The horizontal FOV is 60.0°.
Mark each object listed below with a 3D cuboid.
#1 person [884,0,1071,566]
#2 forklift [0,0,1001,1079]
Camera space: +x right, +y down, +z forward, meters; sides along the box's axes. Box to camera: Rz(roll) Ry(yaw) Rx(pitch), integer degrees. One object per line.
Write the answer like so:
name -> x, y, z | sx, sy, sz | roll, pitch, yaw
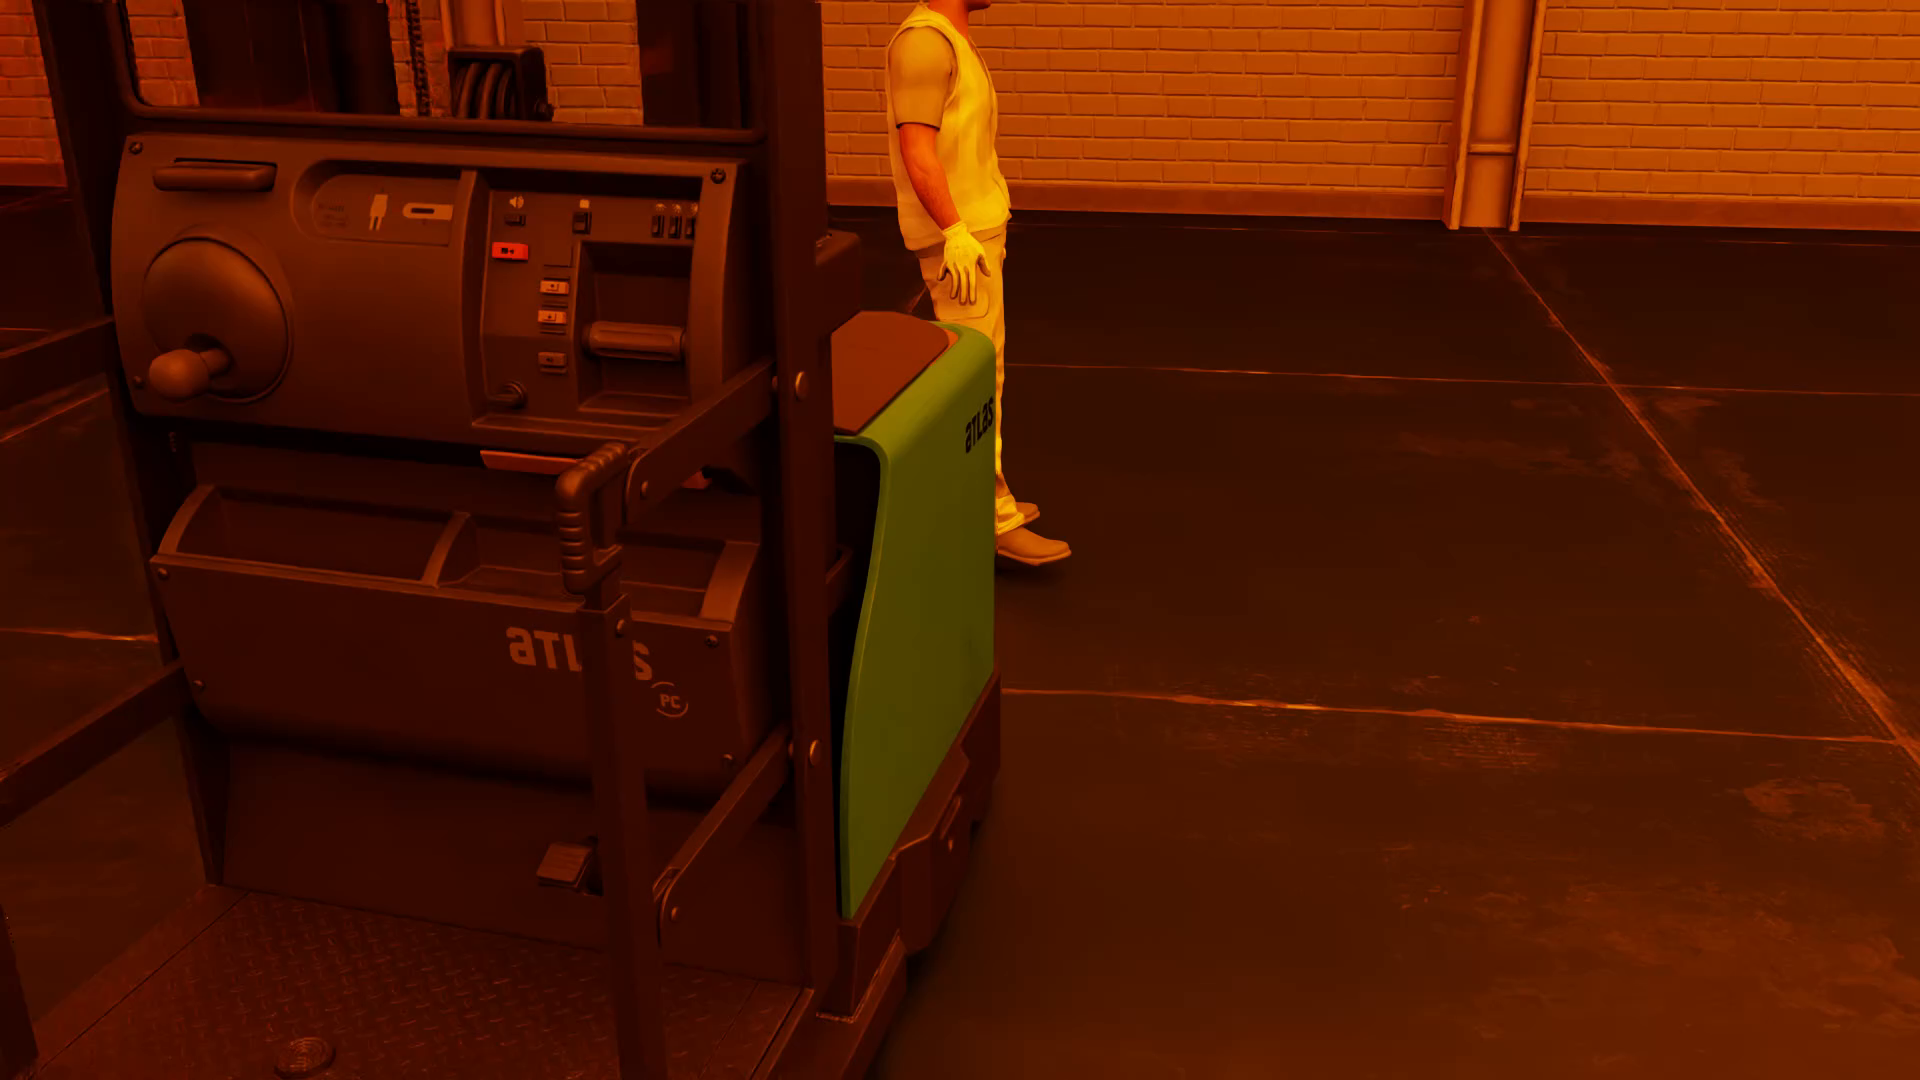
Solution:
person -> 0.077, -0.866, 4.805 | 0.564, 1.787, 0.637 | 3, 22, 7
forklift -> -0.794, -0.325, 2.059 | 1.130, 2.935, 3.031 | 6, 23, 14
